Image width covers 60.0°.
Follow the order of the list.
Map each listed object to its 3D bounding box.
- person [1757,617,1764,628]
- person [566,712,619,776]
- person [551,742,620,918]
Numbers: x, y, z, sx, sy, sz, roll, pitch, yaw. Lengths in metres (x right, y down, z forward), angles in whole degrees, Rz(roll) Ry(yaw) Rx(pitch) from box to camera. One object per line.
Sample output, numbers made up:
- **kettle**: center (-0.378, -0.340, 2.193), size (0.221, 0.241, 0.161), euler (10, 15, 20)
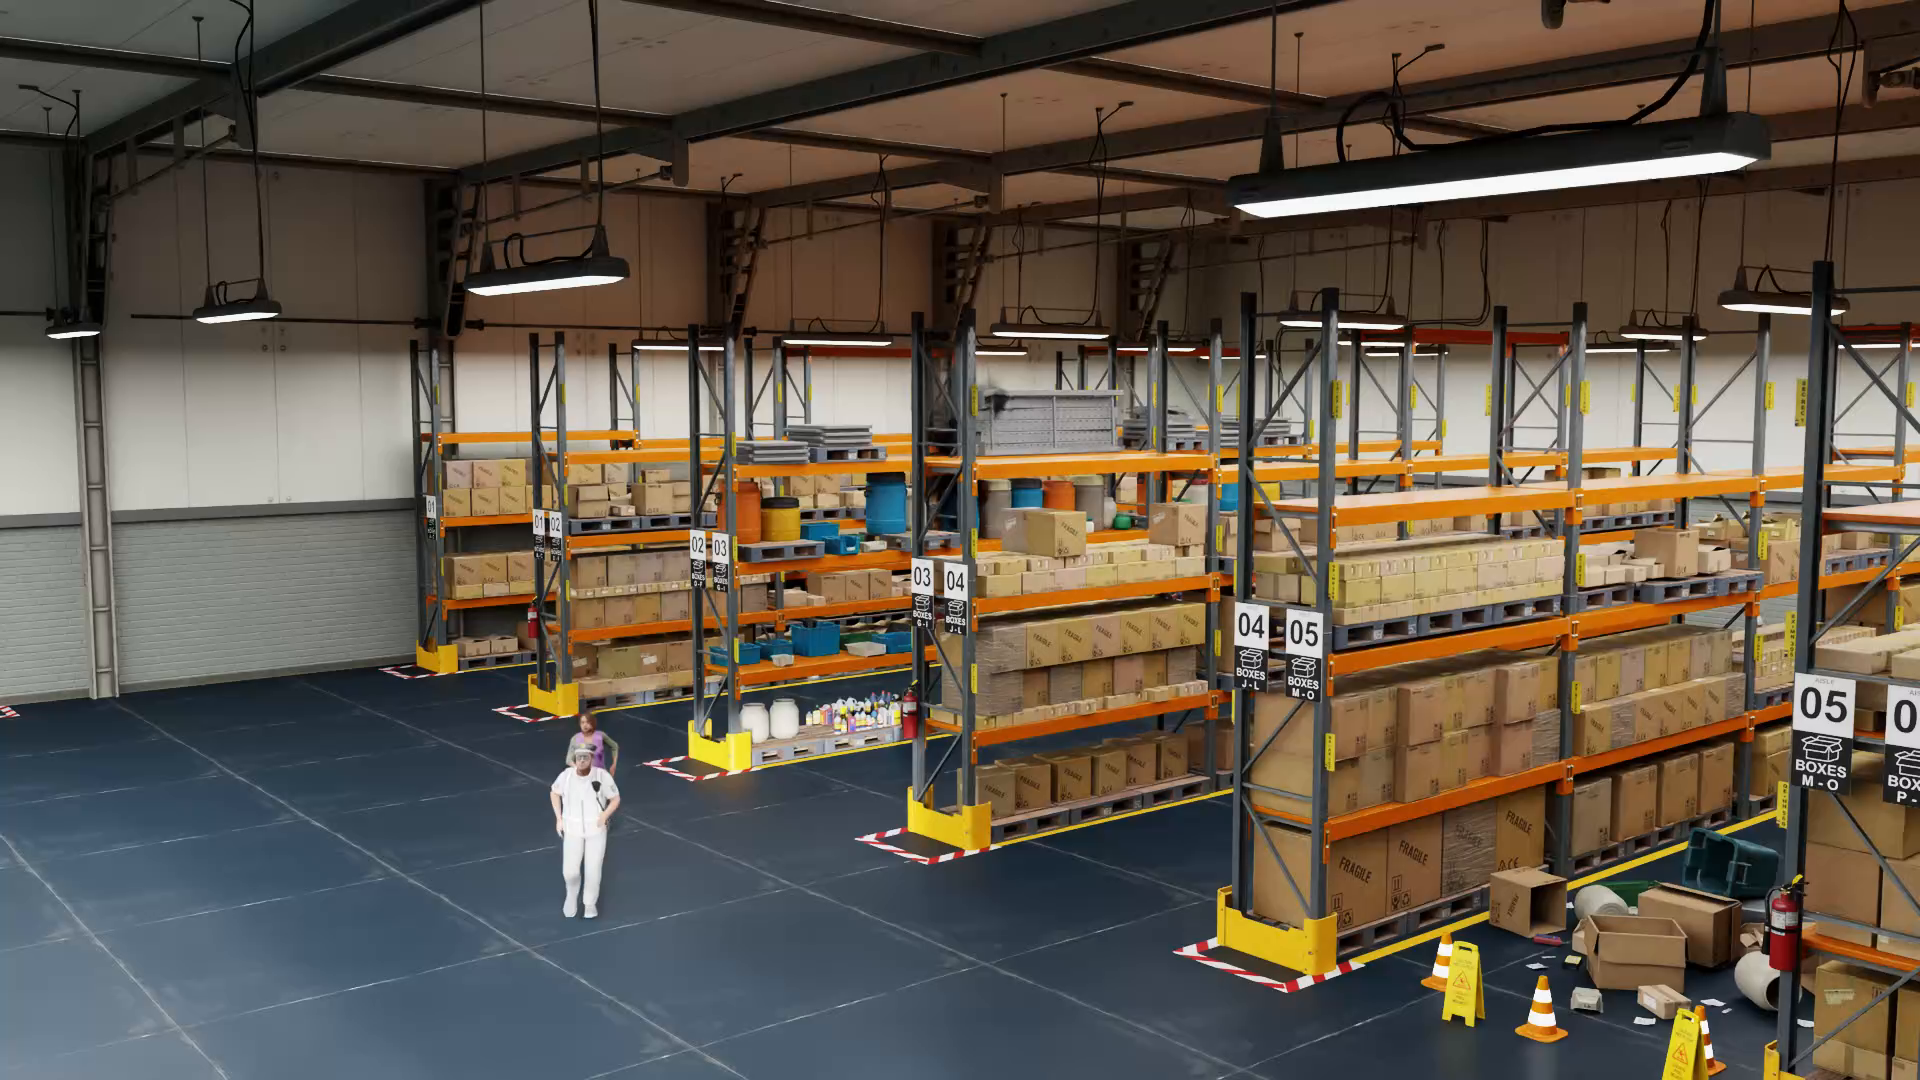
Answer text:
- **person**: center (11.920, 2.009, 24.842), size (0.669, 1.745, 0.703), euler (-3, 6, -30)
- **person**: center (-4.054, 2.691, 18.316), size (0.541, 1.620, 0.733), euler (0, 5, -3)
- **person**: center (-3.615, 2.807, 16.051), size (0.667, 1.756, 0.625), euler (-1, 5, -10)
